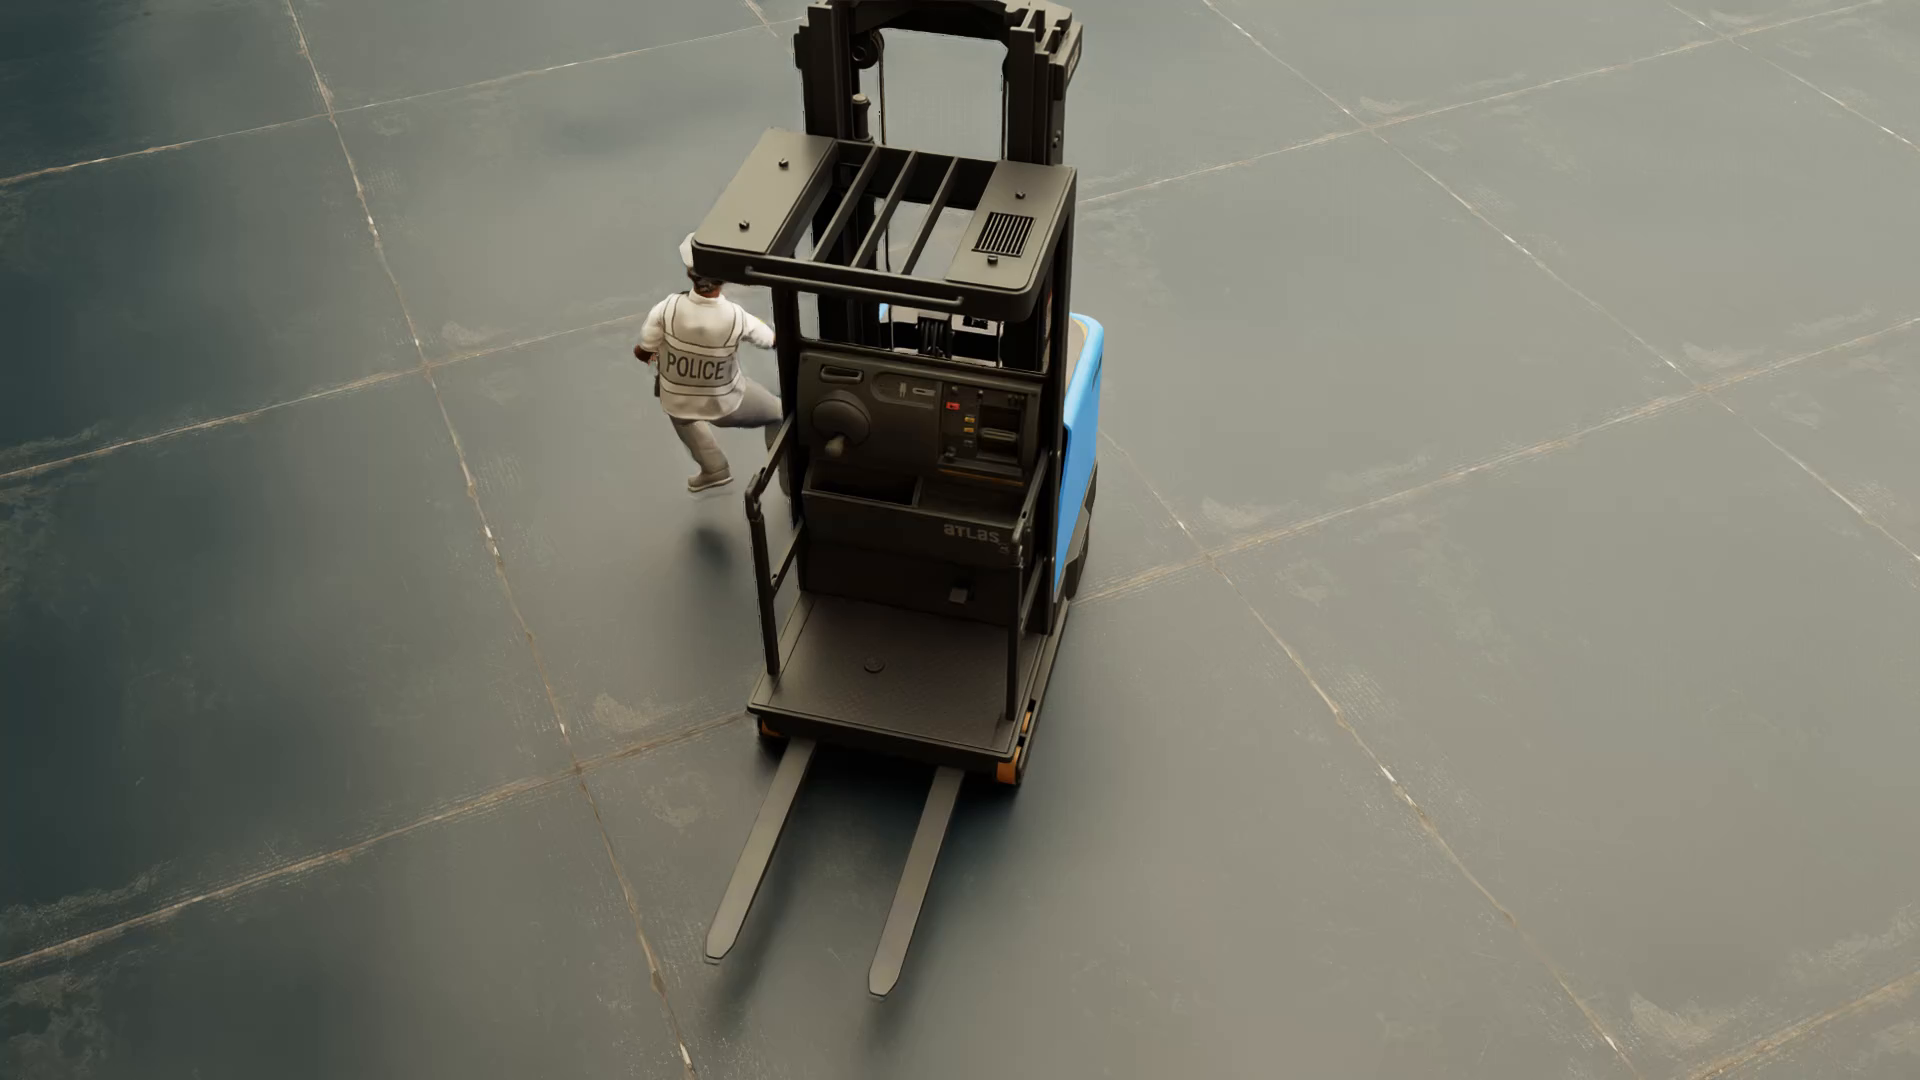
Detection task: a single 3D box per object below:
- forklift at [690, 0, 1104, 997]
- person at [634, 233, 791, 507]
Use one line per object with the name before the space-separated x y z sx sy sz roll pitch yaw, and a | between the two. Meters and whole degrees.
forklift | -0.211 -0.374 6.081 1.130 2.935 3.031 10 44 10
person | -1.079 -0.752 7.548 0.726 1.555 0.641 1 43 1
